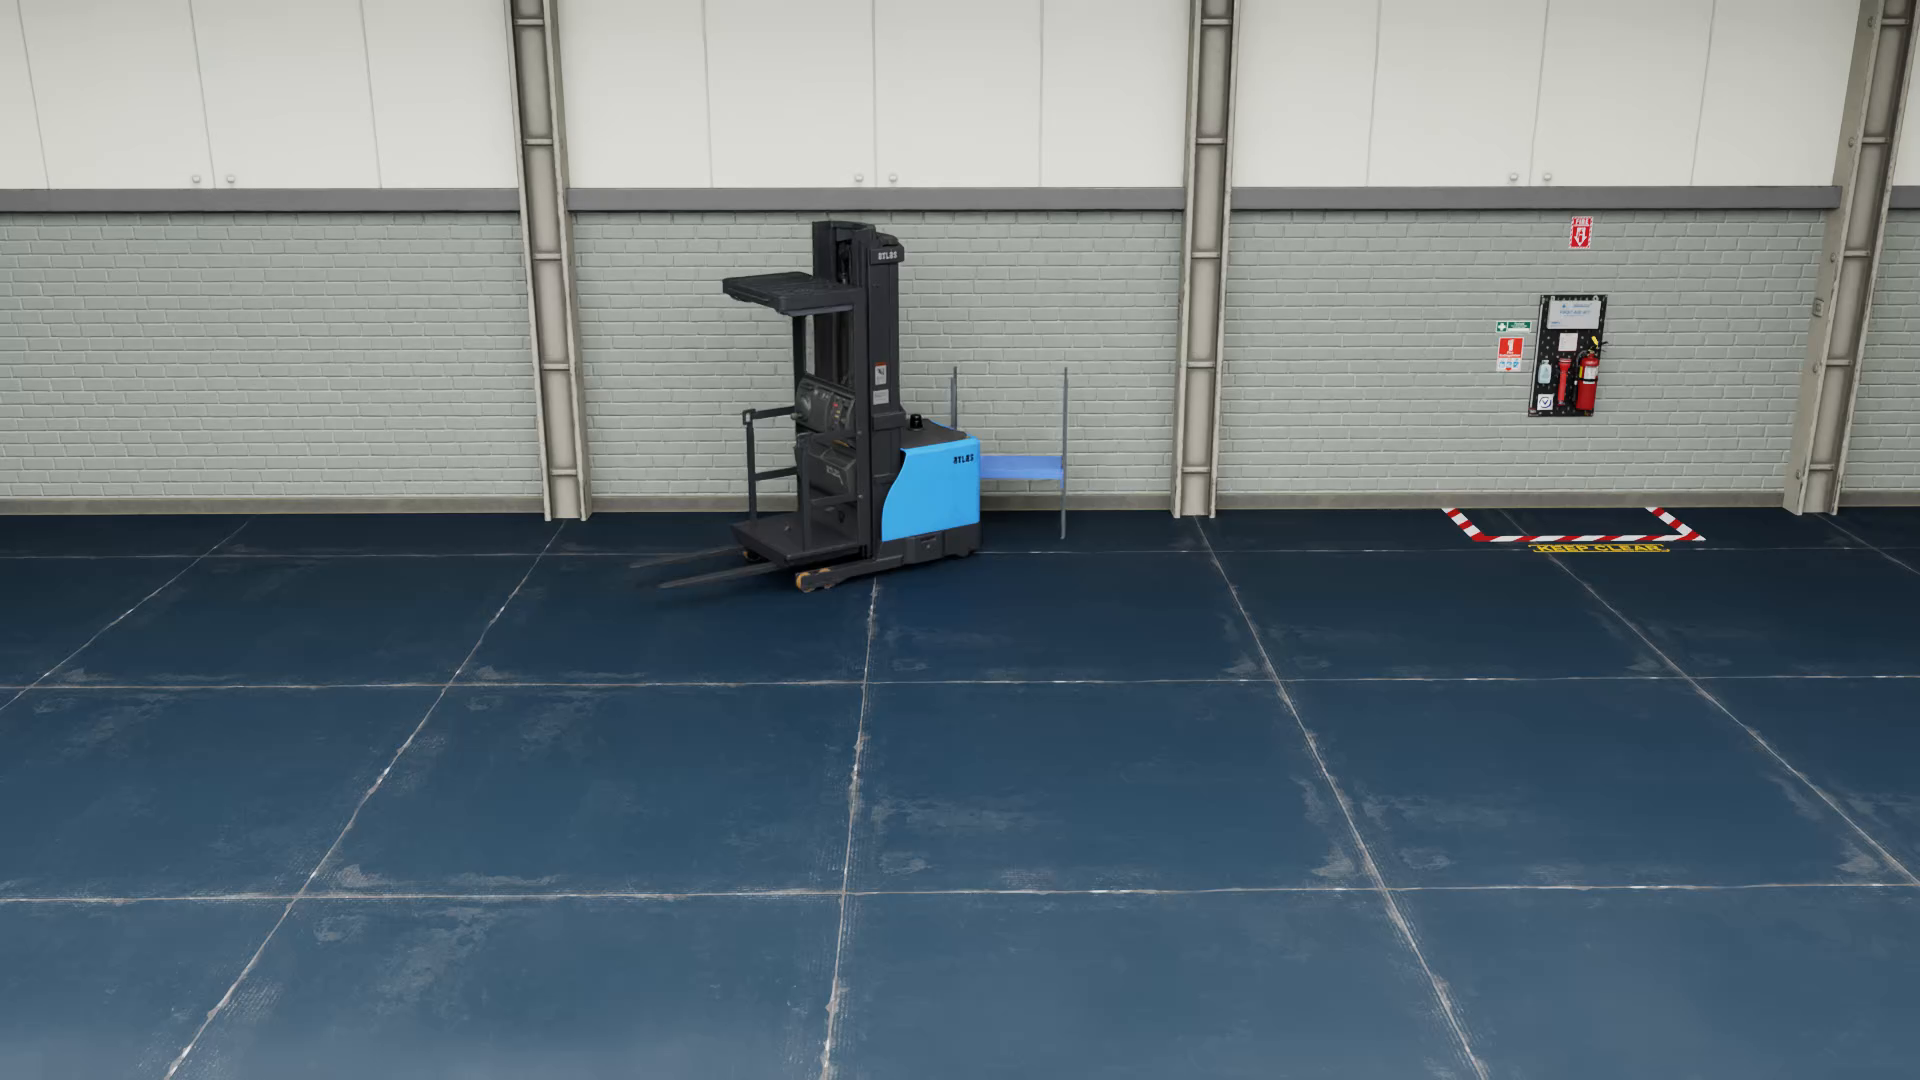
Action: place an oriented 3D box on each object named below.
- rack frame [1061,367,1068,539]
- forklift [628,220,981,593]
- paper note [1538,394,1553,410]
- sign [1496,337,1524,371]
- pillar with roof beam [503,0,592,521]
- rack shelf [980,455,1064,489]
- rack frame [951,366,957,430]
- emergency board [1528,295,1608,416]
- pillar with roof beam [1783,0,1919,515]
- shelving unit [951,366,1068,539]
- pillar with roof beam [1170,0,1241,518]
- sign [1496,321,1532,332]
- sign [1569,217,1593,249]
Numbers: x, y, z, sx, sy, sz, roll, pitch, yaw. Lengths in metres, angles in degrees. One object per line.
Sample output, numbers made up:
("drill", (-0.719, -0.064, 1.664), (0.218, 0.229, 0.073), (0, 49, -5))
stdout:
("rack frame", (0.961, -0.801, 15.293), (0.032, 1.500, 0.500), (1, 18, 3))
("forklift", (-1.321, -1.140, 14.006), (3.031, 2.935, 1.130), (-11, 21, -32))
("paper note", (5.594, -1.317, 15.888), (0.142, 0.148, 0.016), (0, 18, -1))
("sign", (5.218, -1.763, 15.775), (0.234, 0.329, 0.001), (0, 18, -1))
("pillar with roof beam", (-3.687, -3.201, 10.496), (0.400, 9.000, 9.100), (0, 18, -1))
("rack shelf", (0.453, -0.638, 15.372), (1.000, 0.185, 0.538), (1, 18, 3))
("rack frame", (-0.055, -0.817, 15.341), (0.032, 1.500, 0.500), (1, 18, 3))
("emergency board", (5.772, -1.717, 15.691), (0.643, 1.169, 0.194), (0, 18, -1))
("pillar with roof beam", (8.312, -3.259, 10.677), (0.400, 9.000, 9.100), (0, 18, -1))
("shelving unit", (0.453, -0.809, 15.317), (1.048, 1.500, 0.538), (1, 18, 3))
("pillar with roof beam", (2.313, -3.230, 10.586), (0.400, 9.000, 9.100), (0, 18, -1))
("sign", (5.223, -2.012, 15.686), (0.331, 0.109, 0.001), (0, 18, -1))
("sign", (5.763, -2.851, 15.431), (0.199, 0.298, 0.001), (0, 18, -1))
